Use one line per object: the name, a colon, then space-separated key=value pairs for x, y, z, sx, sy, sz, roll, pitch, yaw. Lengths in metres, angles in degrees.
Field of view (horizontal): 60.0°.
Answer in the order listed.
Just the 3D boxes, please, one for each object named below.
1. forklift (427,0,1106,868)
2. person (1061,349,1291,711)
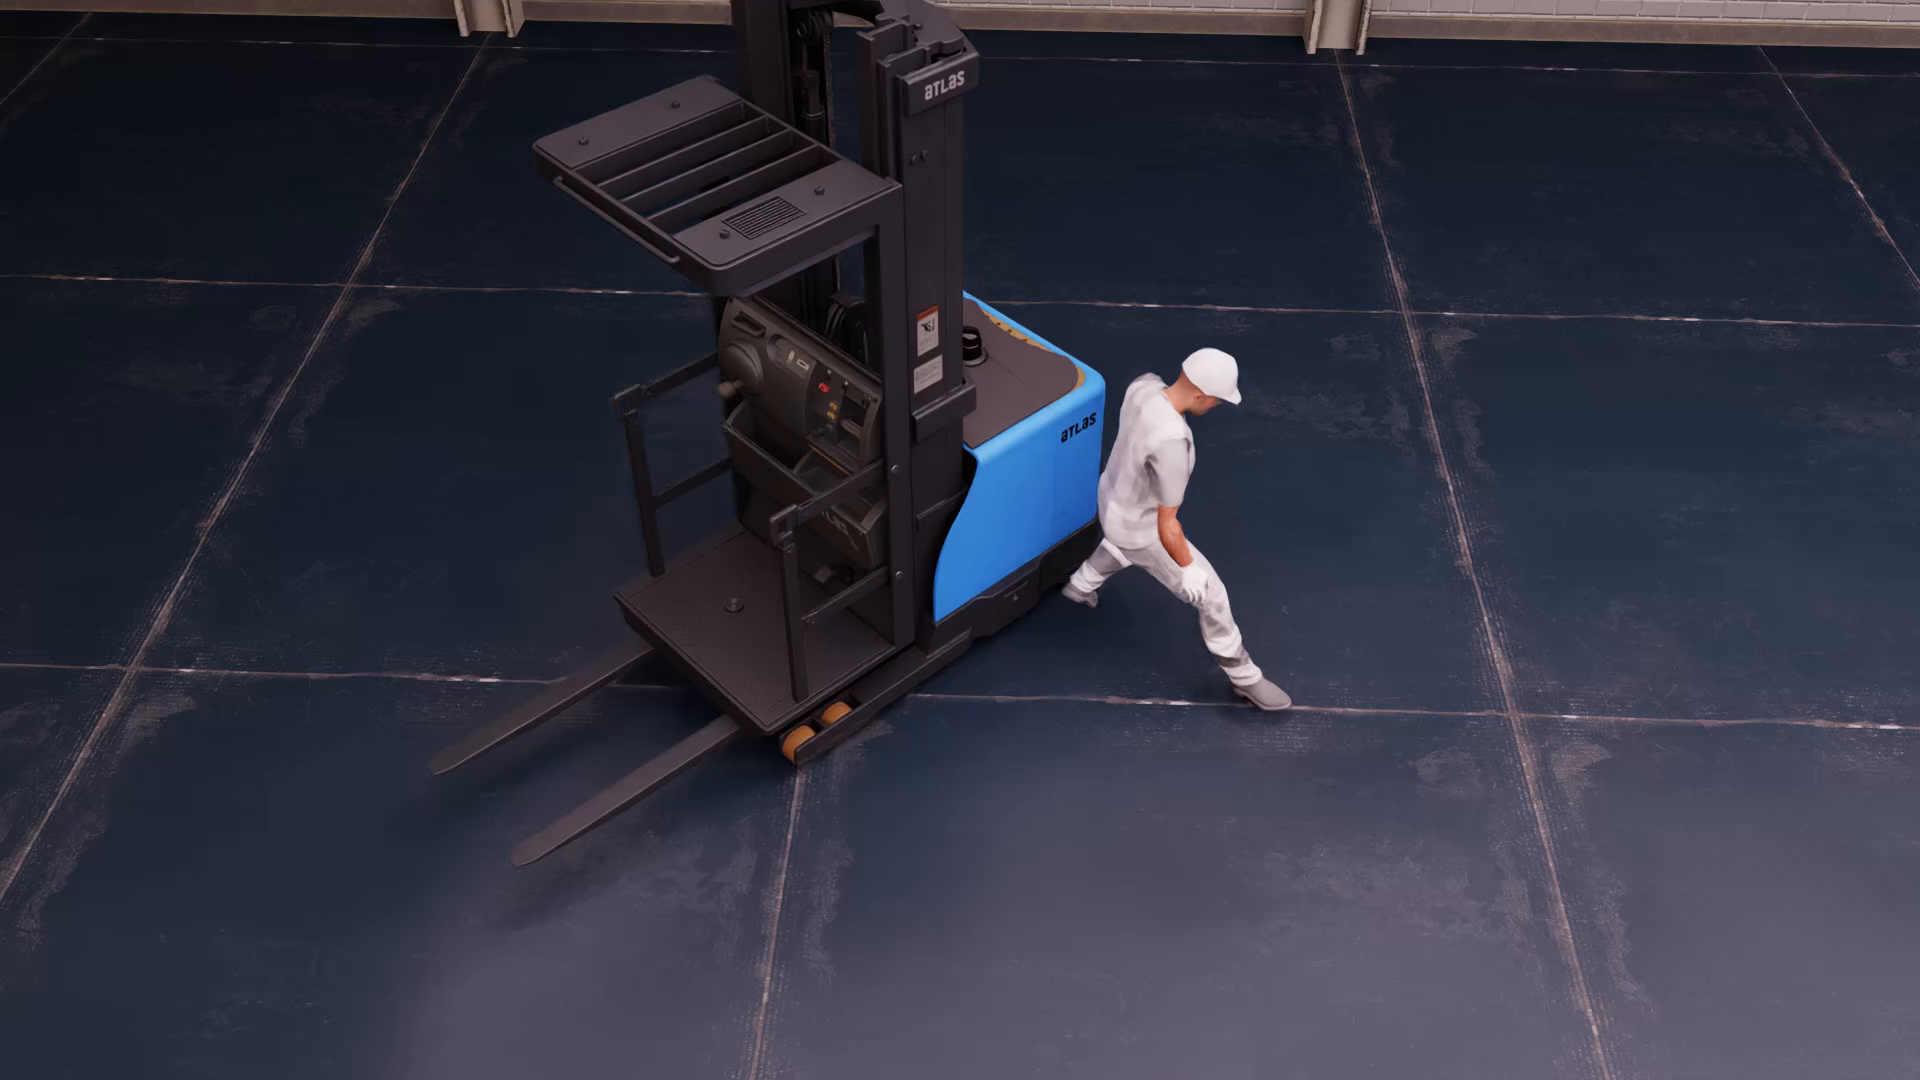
forklift: x=-0.783 y=-0.547 z=6.342 sx=3.031 sy=2.935 sz=1.130 roll=-32 pitch=51 yaw=-30
person: x=0.907 y=-0.177 z=6.921 sx=0.924 sy=1.578 sz=1.158 roll=-2 pitch=42 yaw=-2
